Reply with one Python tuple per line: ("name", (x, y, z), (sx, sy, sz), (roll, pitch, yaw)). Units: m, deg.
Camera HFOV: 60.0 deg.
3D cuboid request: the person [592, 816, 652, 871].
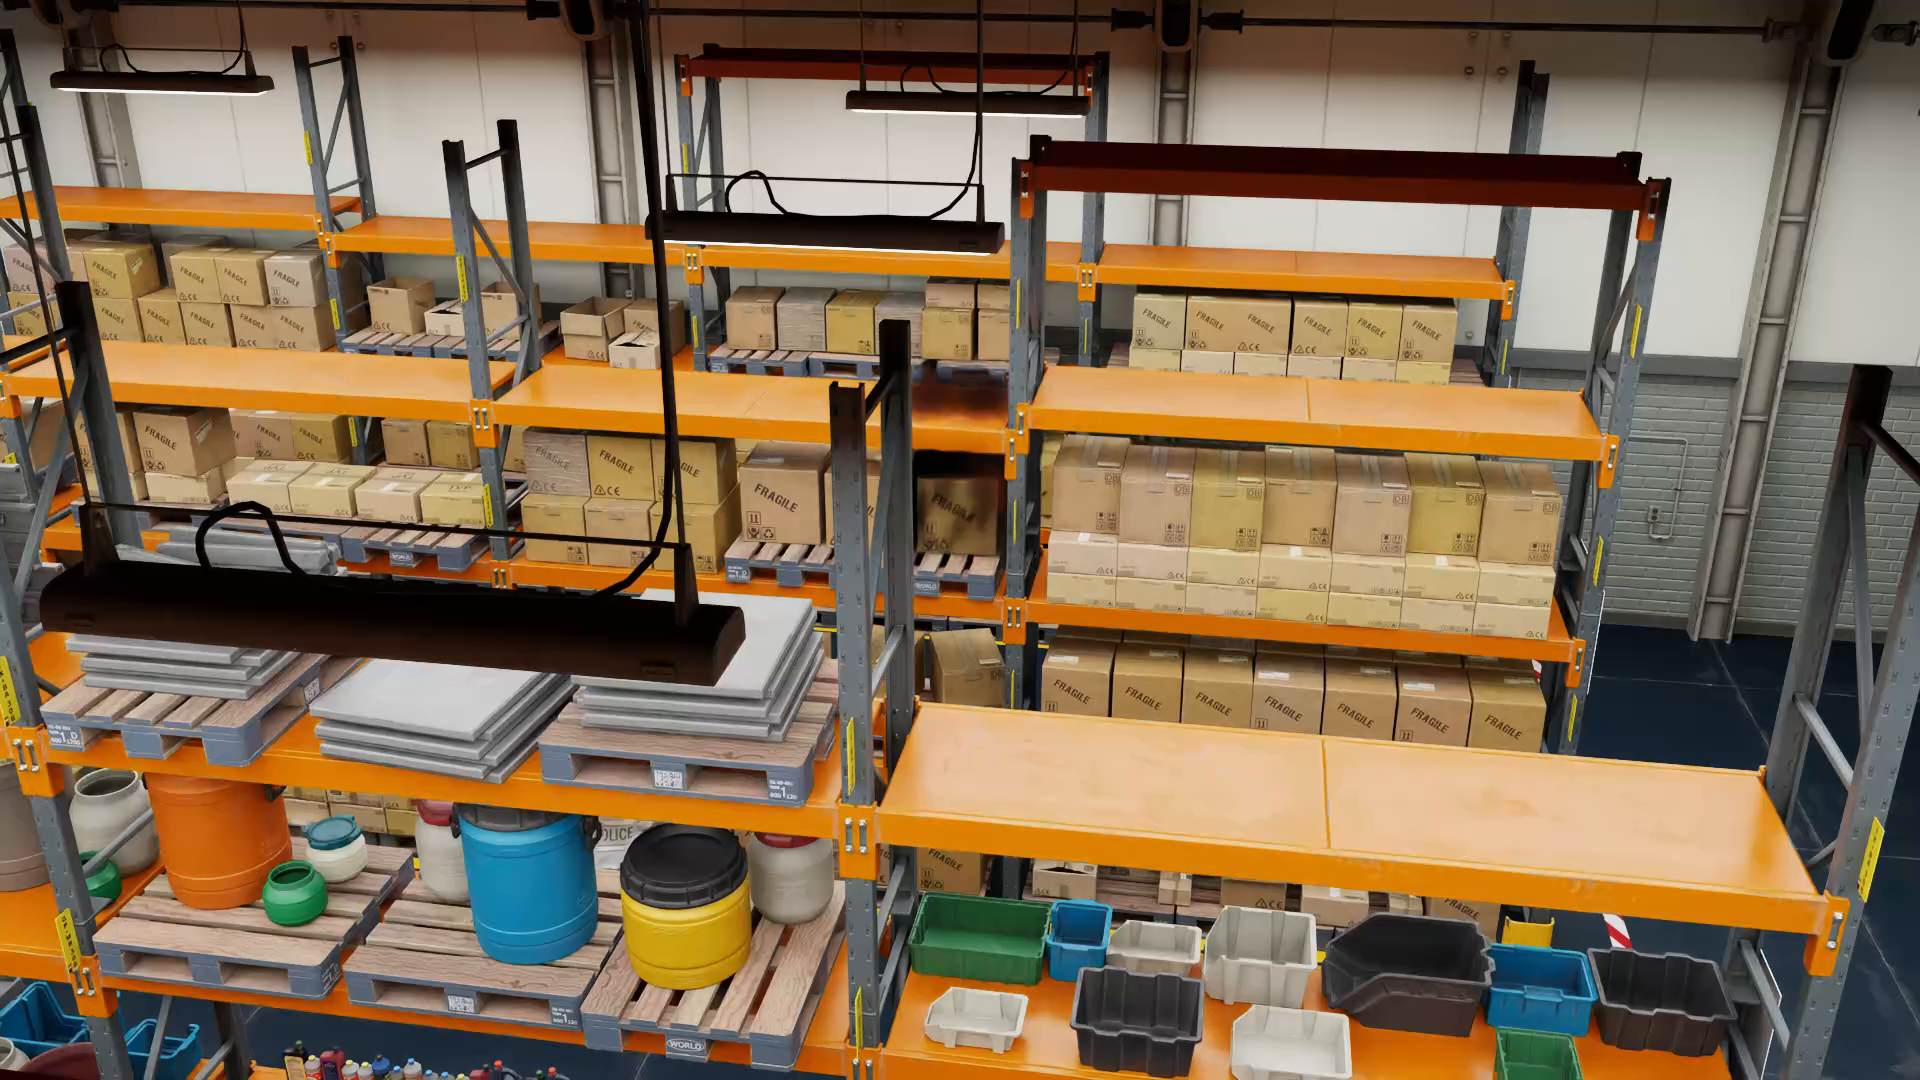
("person", (-2.577, 2.351, 12.347), (0.610, 1.779, 0.457), (-4, 23, -9))
